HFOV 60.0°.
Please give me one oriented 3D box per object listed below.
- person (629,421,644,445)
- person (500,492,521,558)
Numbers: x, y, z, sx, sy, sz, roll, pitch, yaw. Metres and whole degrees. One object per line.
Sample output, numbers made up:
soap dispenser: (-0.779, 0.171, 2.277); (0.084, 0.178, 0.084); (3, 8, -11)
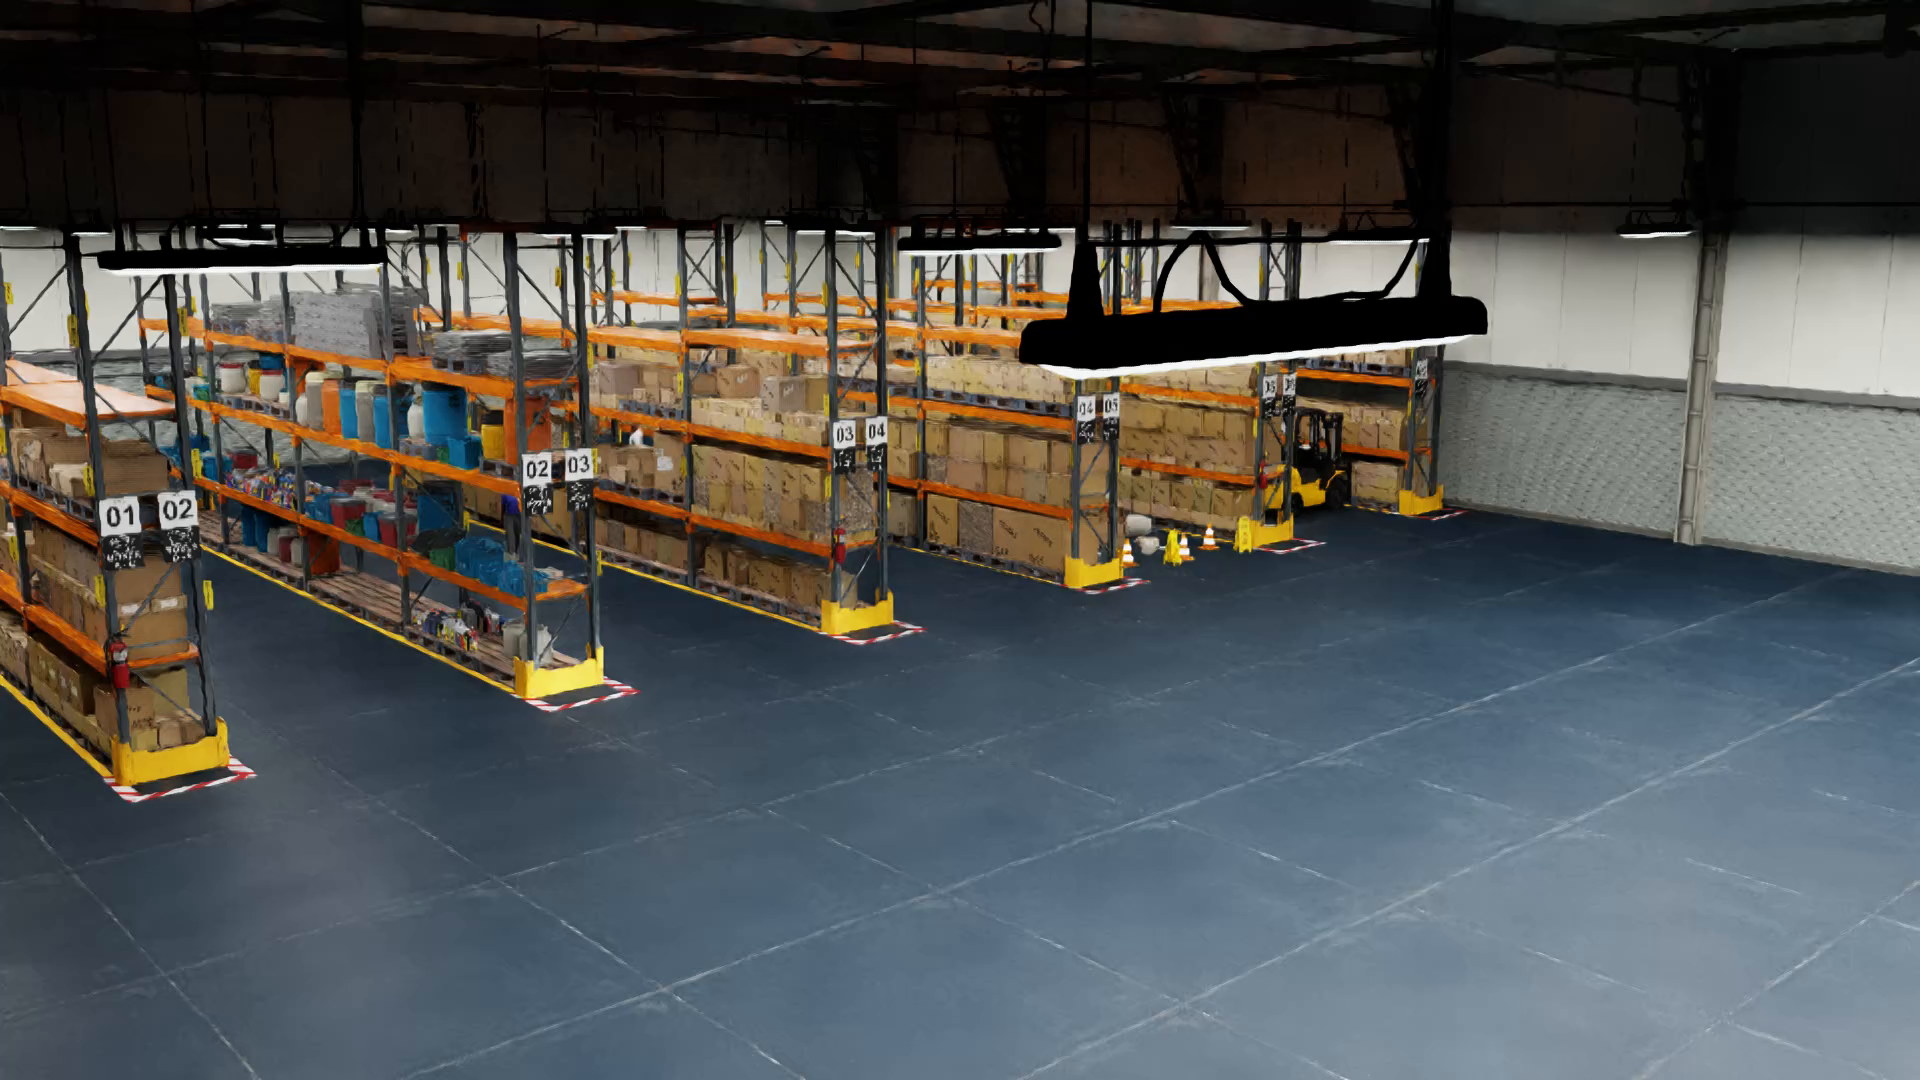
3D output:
person: (-7.091, -1.805, 36.266); (0.503, 1.764, 0.624); (-2, 12, -11)
person: (-7.927, -0.374, 29.630); (0.443, 1.587, 0.991); (-7, 13, -32)
